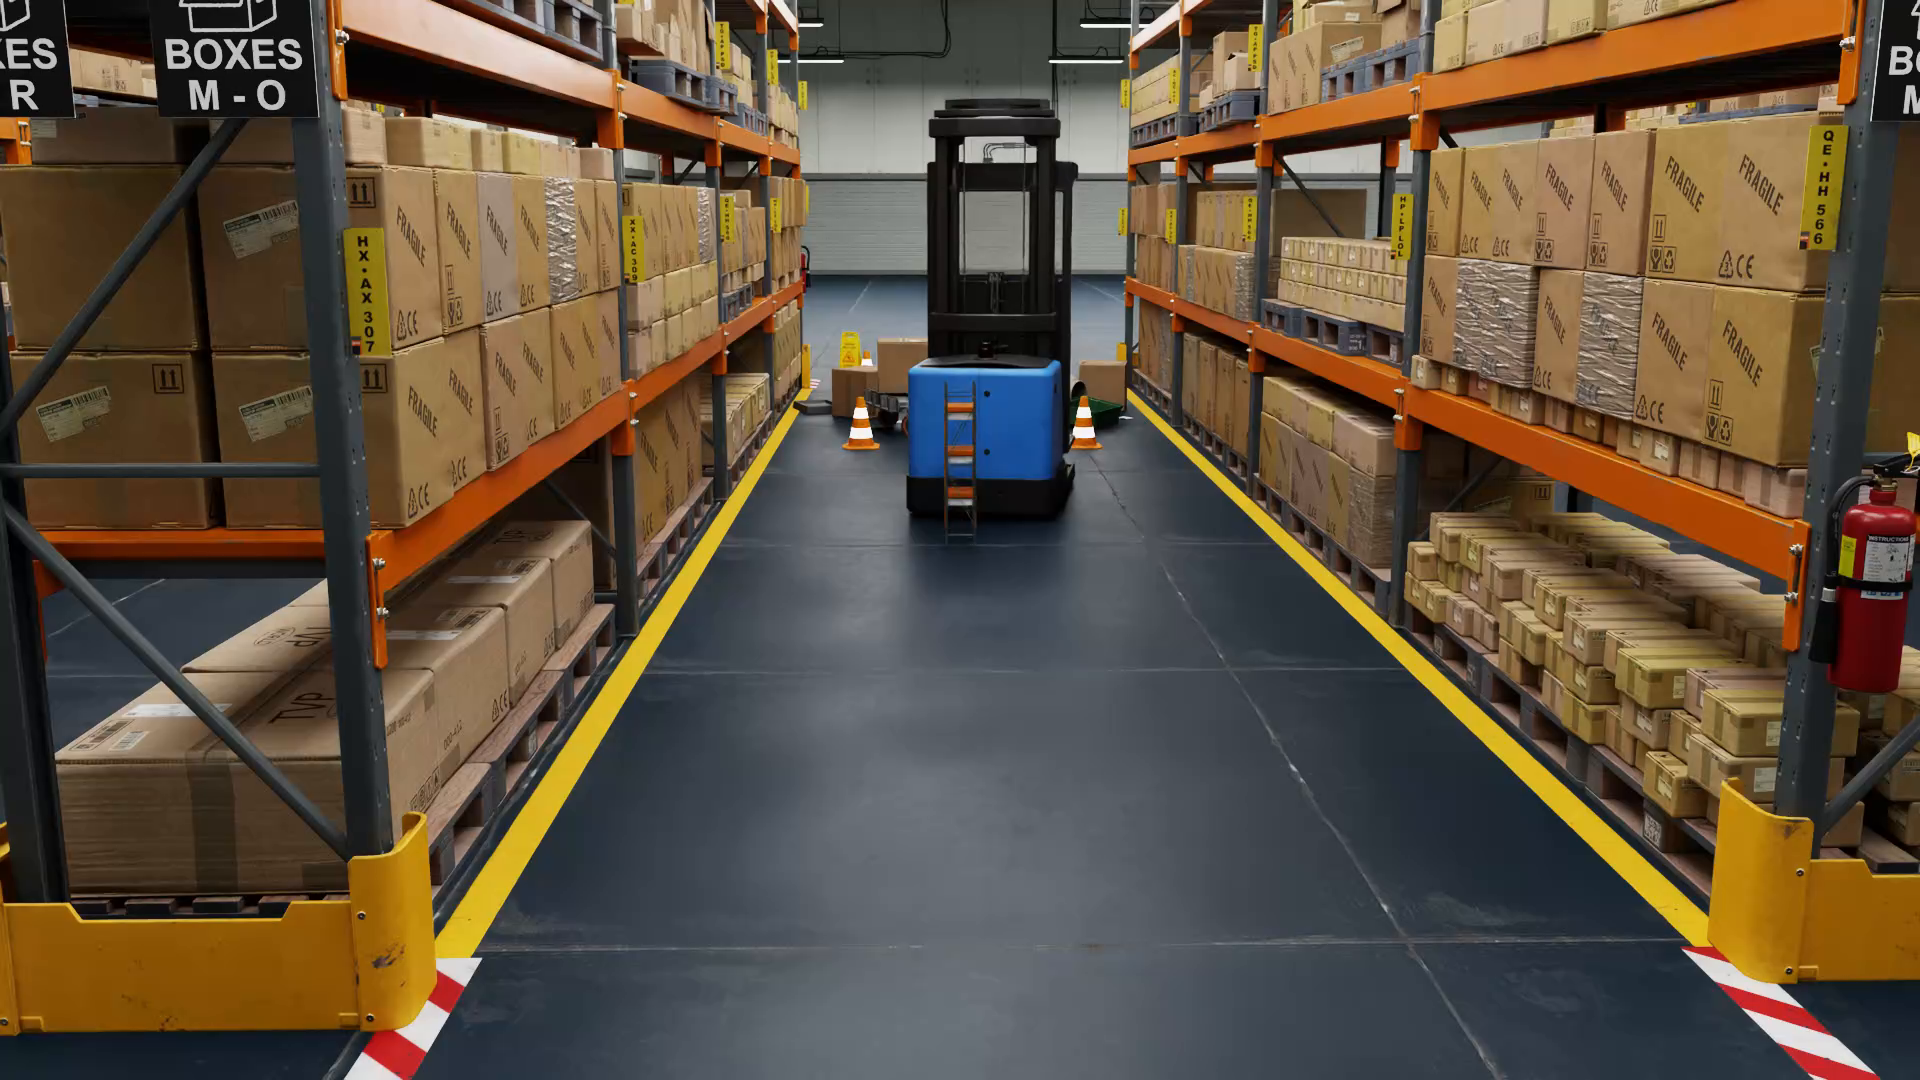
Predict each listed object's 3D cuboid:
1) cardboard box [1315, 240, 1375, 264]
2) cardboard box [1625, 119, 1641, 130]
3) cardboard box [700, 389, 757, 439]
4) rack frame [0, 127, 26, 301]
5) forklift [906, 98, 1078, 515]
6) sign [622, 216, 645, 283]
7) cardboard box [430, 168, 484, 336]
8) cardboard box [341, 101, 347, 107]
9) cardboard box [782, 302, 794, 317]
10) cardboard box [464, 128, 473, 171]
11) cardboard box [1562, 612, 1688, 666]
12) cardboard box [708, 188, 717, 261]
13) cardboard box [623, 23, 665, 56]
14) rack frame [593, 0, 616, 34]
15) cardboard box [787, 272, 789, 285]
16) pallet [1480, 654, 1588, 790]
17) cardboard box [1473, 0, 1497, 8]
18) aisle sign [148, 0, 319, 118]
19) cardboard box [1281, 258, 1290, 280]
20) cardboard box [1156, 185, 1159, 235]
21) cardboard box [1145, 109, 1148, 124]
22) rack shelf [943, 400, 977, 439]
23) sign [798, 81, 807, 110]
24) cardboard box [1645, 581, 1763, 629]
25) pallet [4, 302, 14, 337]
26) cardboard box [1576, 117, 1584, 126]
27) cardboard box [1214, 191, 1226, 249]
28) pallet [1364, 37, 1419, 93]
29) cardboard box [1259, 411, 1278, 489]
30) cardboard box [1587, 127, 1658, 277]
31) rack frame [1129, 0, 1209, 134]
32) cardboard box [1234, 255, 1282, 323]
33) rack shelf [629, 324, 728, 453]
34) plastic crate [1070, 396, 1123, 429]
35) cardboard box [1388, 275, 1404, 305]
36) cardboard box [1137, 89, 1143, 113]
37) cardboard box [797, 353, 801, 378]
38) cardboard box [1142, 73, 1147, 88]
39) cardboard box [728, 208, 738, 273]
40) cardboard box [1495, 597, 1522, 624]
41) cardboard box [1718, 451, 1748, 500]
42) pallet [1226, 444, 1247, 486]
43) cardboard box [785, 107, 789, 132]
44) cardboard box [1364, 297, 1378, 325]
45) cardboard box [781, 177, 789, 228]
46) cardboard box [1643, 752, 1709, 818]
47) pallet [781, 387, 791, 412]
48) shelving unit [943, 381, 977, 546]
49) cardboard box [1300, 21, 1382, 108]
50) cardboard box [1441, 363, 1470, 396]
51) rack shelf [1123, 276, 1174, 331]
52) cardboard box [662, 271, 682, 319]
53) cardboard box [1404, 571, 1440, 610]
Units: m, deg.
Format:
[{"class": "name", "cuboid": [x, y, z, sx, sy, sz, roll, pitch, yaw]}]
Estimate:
[{"class": "cardboard box", "cuboid": [2.534, -1.880, 10.859, 0.380, 0.149, 0.250, 0, 11, 1]}, {"class": "cardboard box", "cuboid": [7.288, -4.293, 17.510, 0.500, 0.250, 0.500, 0, 11, -2]}, {"class": "cardboard box", "cuboid": [-2.285, -1.094, 14.460, 0.950, 0.372, 0.625, 0, 11, 1]}, {"class": "rack frame", "cuboid": [-7.213, -1.745, 12.117, 1.000, 3.000, 0.127, 0, 11, -1]}, {"class": "forklift", "cuboid": [0.329, -1.857, 12.843, 1.130, 2.935, 3.031, 2, 12, 7]}, {"class": "sign", "cuboid": [-1.613, -1.437, 8.221, 0.100, 0.325, 0.005, 0, 11, -1]}, {"class": "cardboard box", "cuboid": [-1.828, -0.914, 5.255, 0.500, 0.500, 0.500, -1, 11, -3]}, {"class": "cardboard box", "cuboid": [-7.052, -4.781, 18.565, 0.396, 0.266, 0.258, 0, 11, -1]}, {"class": "cardboard box", "cuboid": [-2.058, -2.567, 18.510, 0.380, 0.149, 0.250, 0, 11, 1]}, {"class": "cardboard box", "cuboid": [-1.865, -1.313, 5.588, 0.380, 0.149, 0.250, 0, 11, -1]}, {"class": "cardboard box", "cuboid": [2.514, 0.373, 6.293, 0.380, 0.149, 0.250, 0, 11, 1]}, {"class": "cardboard box", "cuboid": [-1.978, -2.204, 11.610, 0.500, 0.500, 0.500, -1, 11, -3]}, {"class": "cardboard box", "cuboid": [-1.844, -2.785, 9.232, 0.380, 0.166, 0.250, -1, 12, -5]}, {"class": "rack frame", "cuboid": [-2.168, -3.911, 7.705, 1.000, 3.000, 0.127, 0, 11, -1]}, {"class": "cardboard box", "cuboid": [-2.098, -2.906, 18.471, 0.380, 0.149, 0.250, 0, 11, -2]}, {"class": "pallet", "cuboid": [2.857, 0.731, 6.923, 1.003, 0.211, 1.213, 0, 11, -1]}, {"class": "cardboard box", "cuboid": [2.555, -2.457, 7.203, 0.500, 0.250, 0.500, 0, 11, -1]}, {"class": "aisle sign", "cuboid": [-1.794, -1.437, 4.059, 0.394, 0.787, 0.004, 0, 11, -1]}, {"class": "cardboard box", "cuboid": [2.506, -1.938, 11.896, 0.380, 0.149, 0.250, 0, 11, 1]}, {"class": "cardboard box", "cuboid": [2.620, -3.600, 18.167, 0.875, 0.550, 0.500, 0, 11, -1]}, {"class": "cardboard box", "cuboid": [2.244, -4.678, 18.355, 0.380, 0.149, 0.250, 0, 11, -2]}, {"class": "rack shelf", "cuboid": [0.001, -0.772, 10.848, 0.215, 0.259, 0.240, 0, 11, -1]}, {"class": "sign", "cuboid": [-1.860, -5.259, 19.665, 0.100, 0.325, 0.005, 0, 11, -1]}, {"class": "cardboard box", "cuboid": [3.043, 0.267, 6.818, 0.380, 0.149, 0.250, 0, 11, -1]}, {"class": "pallet", "cuboid": [-7.129, -1.517, 11.473, 1.213, 0.211, 1.003, 0, 11, -1]}, {"class": "cardboard box", "cuboid": [7.238, -4.777, 18.894, 0.380, 0.149, 0.250, 0, 11, 1]}, {"class": "cardboard box", "cuboid": [2.653, -2.839, 14.745, 0.700, 0.500, 0.500, 0, 11, -1]}, {"class": "pallet", "cuboid": [2.873, -2.513, 8.829, 1.213, 0.211, 1.003, 0, 11, -1]}, {"class": "cardboard box", "cuboid": [2.456, -0.646, 11.929, 0.500, 0.500, 0.500, -1, 11, -4]}, {"class": "cardboard box", "cuboid": [2.573, -1.195, 5.892, 0.500, 0.500, 0.500, 0, 11, 2]}, {"class": "rack frame", "cuboid": [2.531, -6.337, 19.662, 1.000, 3.000, 0.127, 0, 11, -1]}, {"class": "cardboard box", "cuboid": [2.419, -1.944, 12.846, 0.500, 0.500, 0.500, 0, 11, -1]}, {"class": "rack shelf", "cuboid": [-2.209, -1.016, 10.333, 1.077, 0.370, 4.000, 0, 11, -1]}, {"class": "plastic crate", "cuboid": [1.300, -1.281, 16.757, 0.450, 0.188, 0.662, 17, 18, 26]}, {"class": "cardboard box", "cuboid": [2.567, -1.371, 9.099, 0.380, 0.149, 0.250, 0, 11, -1]}, {"class": "cardboard box", "cuboid": [2.296, -4.996, 18.919, 0.500, 0.250, 0.500, 0, 11, -2]}, {"class": "cardboard box", "cuboid": [-2.130, -2.050, 19.481, 0.500, 0.250, 0.500, 0, 11, -1]}, {"class": "cardboard box", "cuboid": [2.240, -5.120, 18.525, 0.380, 0.149, 0.250, 0, 11, -2]}, {"class": "cardboard box", "cuboid": [-2.046, -2.361, 13.096, 0.500, 0.500, 0.500, 0, 11, 2]}, {"class": "cardboard box", "cuboid": [2.588, 0.314, 7.333, 0.380, 0.149, 0.250, 0, 11, 1]}, {"class": "cardboard box", "cuboid": [2.605, -0.207, 5.165, 0.380, 0.149, 0.250, 0, 11, -1]}, {"class": "pallet", "cuboid": [2.756, -0.597, 13.472, 1.003, 0.211, 1.213, 0, 11, -1]}, {"class": "cardboard box", "cuboid": [-2.098, -4.495, 17.755, 0.500, 0.250, 0.500, 0, 11, -1]}, {"class": "cardboard box", "cuboid": [2.559, -1.323, 9.614, 0.380, 0.149, 0.250, -1, 11, -4]}, {"class": "cardboard box", "cuboid": [-2.114, -3.436, 16.938, 0.700, 0.500, 0.500, 0, 11, -1]}, {"class": "cardboard box", "cuboid": [2.536, 0.820, 5.585, 0.380, 0.149, 0.250, 0, 11, 1]}, {"class": "pallet", "cuboid": [-2.410, -1.571, 18.273, 1.003, 0.211, 1.213, 0, 11, -1]}, {"class": "shelving unit", "cuboid": [0.001, -0.504, 10.902, 0.215, 1.050, 0.252, 0, 11, -1]}, {"class": "cardboard box", "cuboid": [2.475, -3.012, 10.568, 0.500, 0.500, 0.500, 0, 11, -1]}, {"class": "cardboard box", "cuboid": [2.537, -0.780, 7.990, 0.380, 0.149, 0.250, 0, 11, 1]}, {"class": "rack shelf", "cuboid": [2.572, -2.647, 18.371, 1.077, 0.370, 4.000, 0, 11, -1]}, {"class": "cardboard box", "cuboid": [-1.918, -1.435, 9.709, 0.500, 0.250, 0.500, 0, 11, 0]}, {"class": "cardboard box", "cuboid": [2.465, 0.253, 8.379, 0.380, 0.149, 0.250, -1, 11, -4]}]
